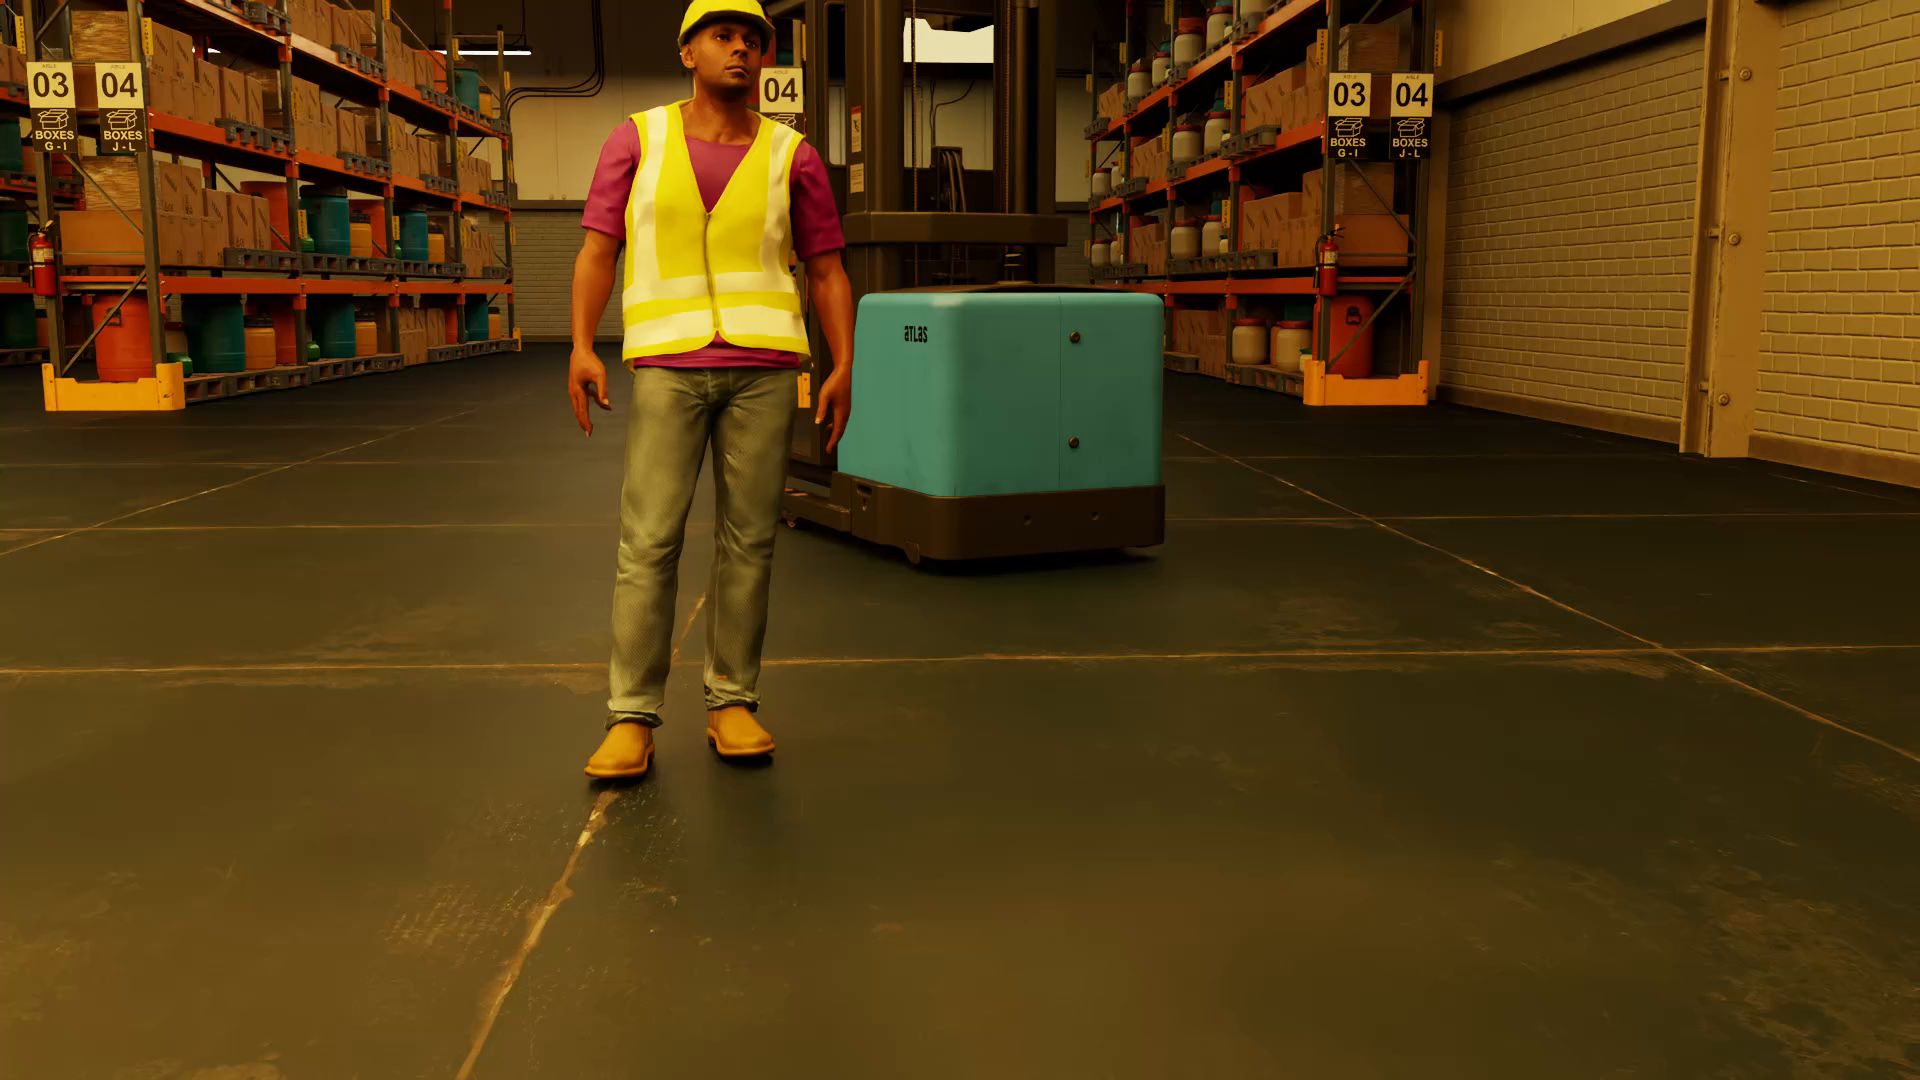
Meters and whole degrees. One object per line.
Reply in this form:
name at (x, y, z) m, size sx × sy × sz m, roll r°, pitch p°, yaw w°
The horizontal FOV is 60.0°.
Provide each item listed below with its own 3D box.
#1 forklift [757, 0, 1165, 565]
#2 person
forklift at (-0.264, -1.530, 7.637) m, size 1.130 × 2.935 × 3.031 m, roll -4°, pitch 9°, yaw -25°
person at (-0.558, -0.380, 3.809) m, size 0.666 × 1.766 × 0.577 m, roll -2°, pitch 9°, yaw -12°
